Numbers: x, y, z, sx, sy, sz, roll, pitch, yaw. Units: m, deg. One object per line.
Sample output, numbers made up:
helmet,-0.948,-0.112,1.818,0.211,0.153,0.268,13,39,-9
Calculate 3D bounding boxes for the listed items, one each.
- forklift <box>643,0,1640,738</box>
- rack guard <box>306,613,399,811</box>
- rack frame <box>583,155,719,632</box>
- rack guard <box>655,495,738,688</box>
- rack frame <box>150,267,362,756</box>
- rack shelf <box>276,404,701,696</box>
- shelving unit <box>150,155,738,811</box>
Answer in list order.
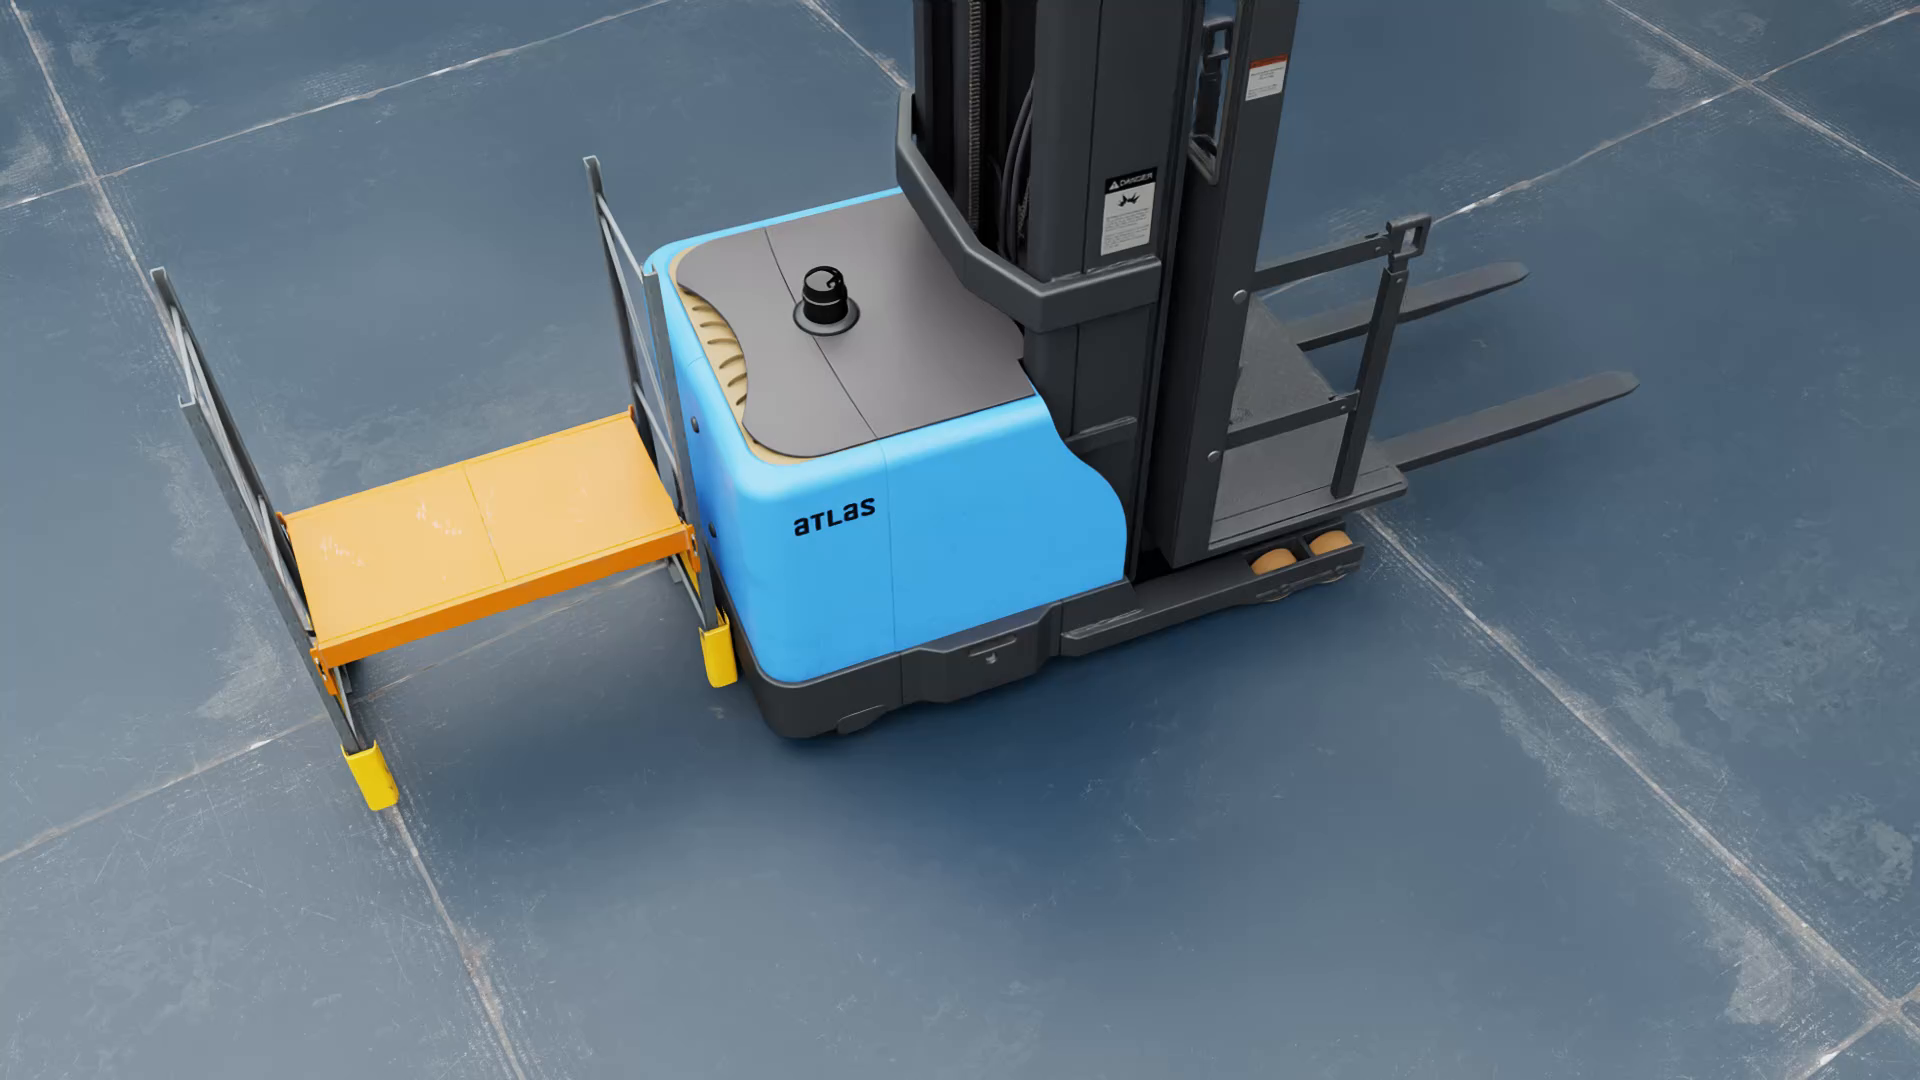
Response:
forklift,0.688,-1.138,4.300,3.031,2.935,1.130,-17,51,-15
rack guard,-1.709,0.457,4.676,0.087,0.250,0.587,-19,51,-16
rack frame,-0.805,-0.273,4.489,0.032,1.500,0.500,-19,51,-16
rack guard,-0.807,0.143,4.955,0.087,0.250,0.587,-19,51,-16
rack frame,-1.727,0.047,4.204,0.032,1.500,0.500,-19,51,-16
rack shelf,-1.266,0.007,4.481,1.000,0.185,0.538,-19,51,-16
shelving unit,-1.258,-0.116,4.349,1.083,1.500,0.587,-19,51,-16
